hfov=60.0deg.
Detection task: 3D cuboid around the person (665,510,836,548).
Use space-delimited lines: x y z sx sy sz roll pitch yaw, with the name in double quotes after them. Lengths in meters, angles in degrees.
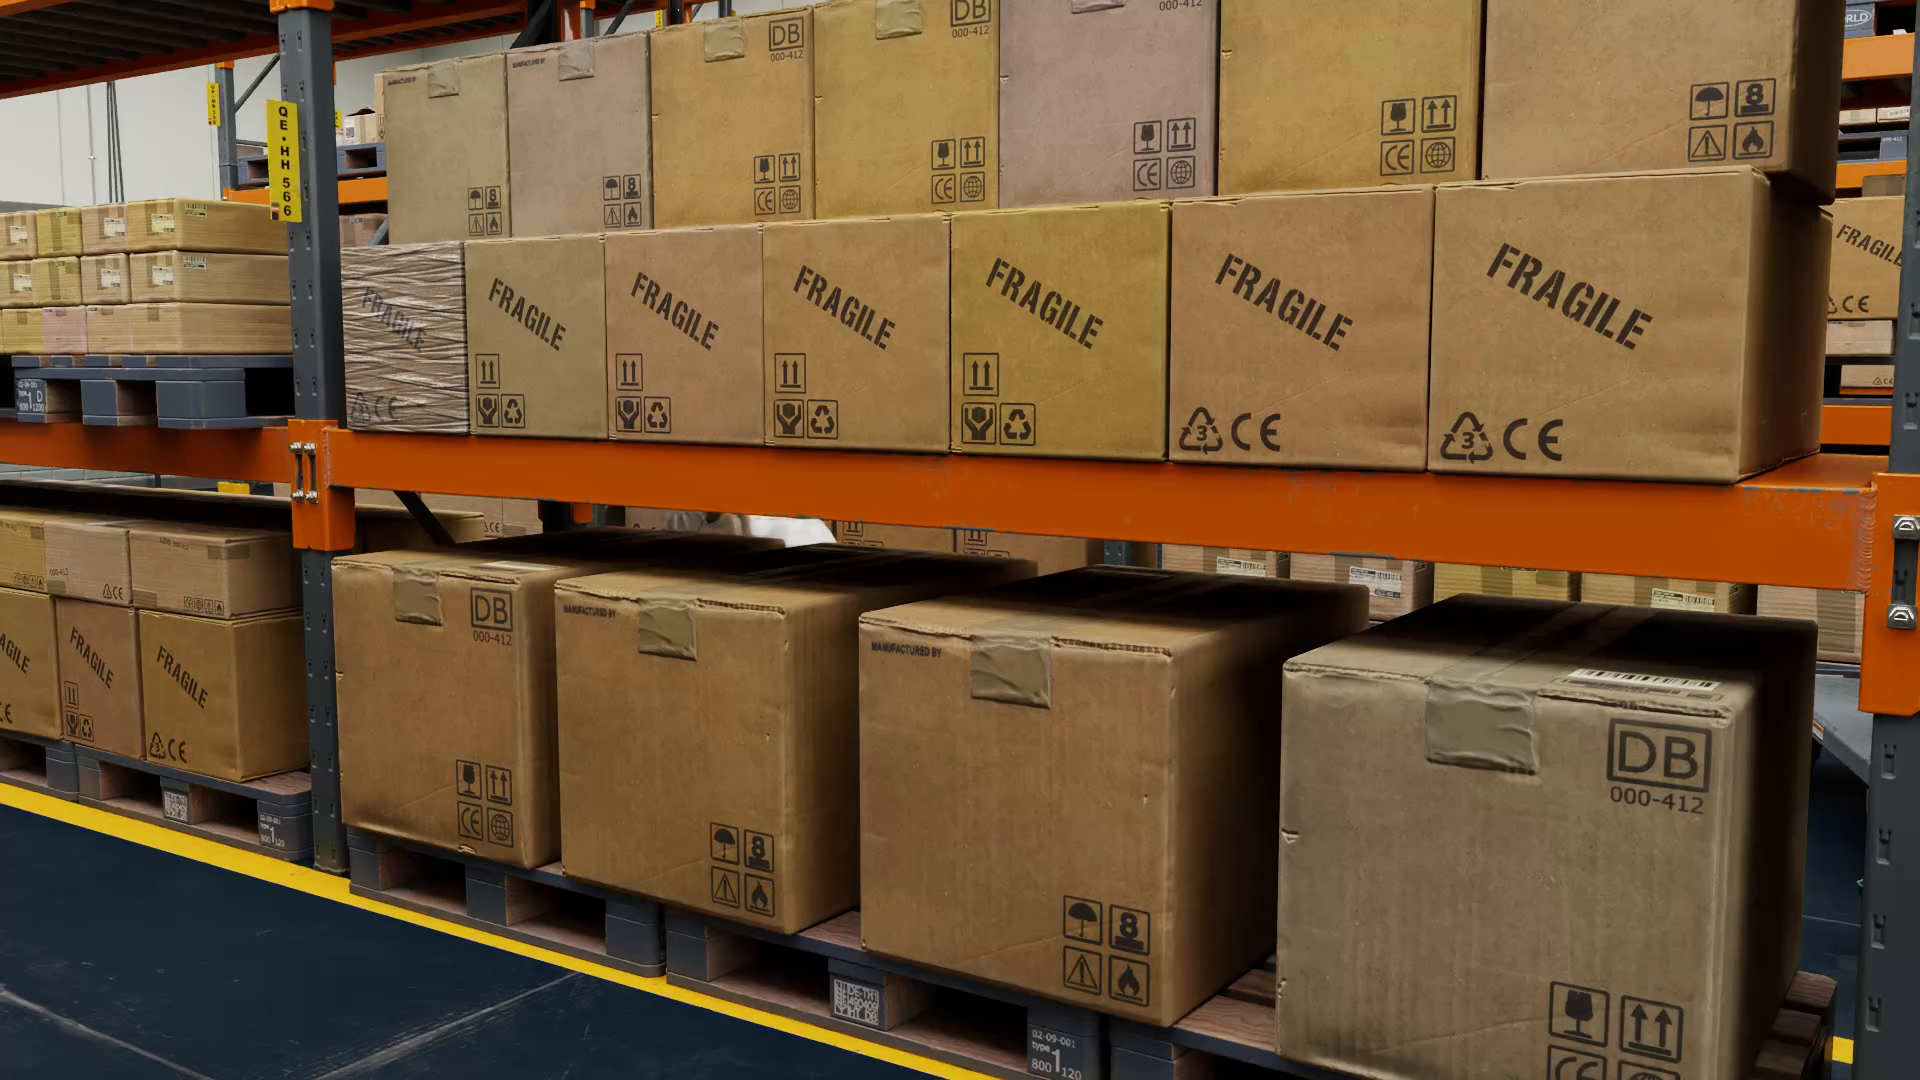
-0.939 0.127 6.955 0.842 1.240 0.578 4 7 33 "person"
